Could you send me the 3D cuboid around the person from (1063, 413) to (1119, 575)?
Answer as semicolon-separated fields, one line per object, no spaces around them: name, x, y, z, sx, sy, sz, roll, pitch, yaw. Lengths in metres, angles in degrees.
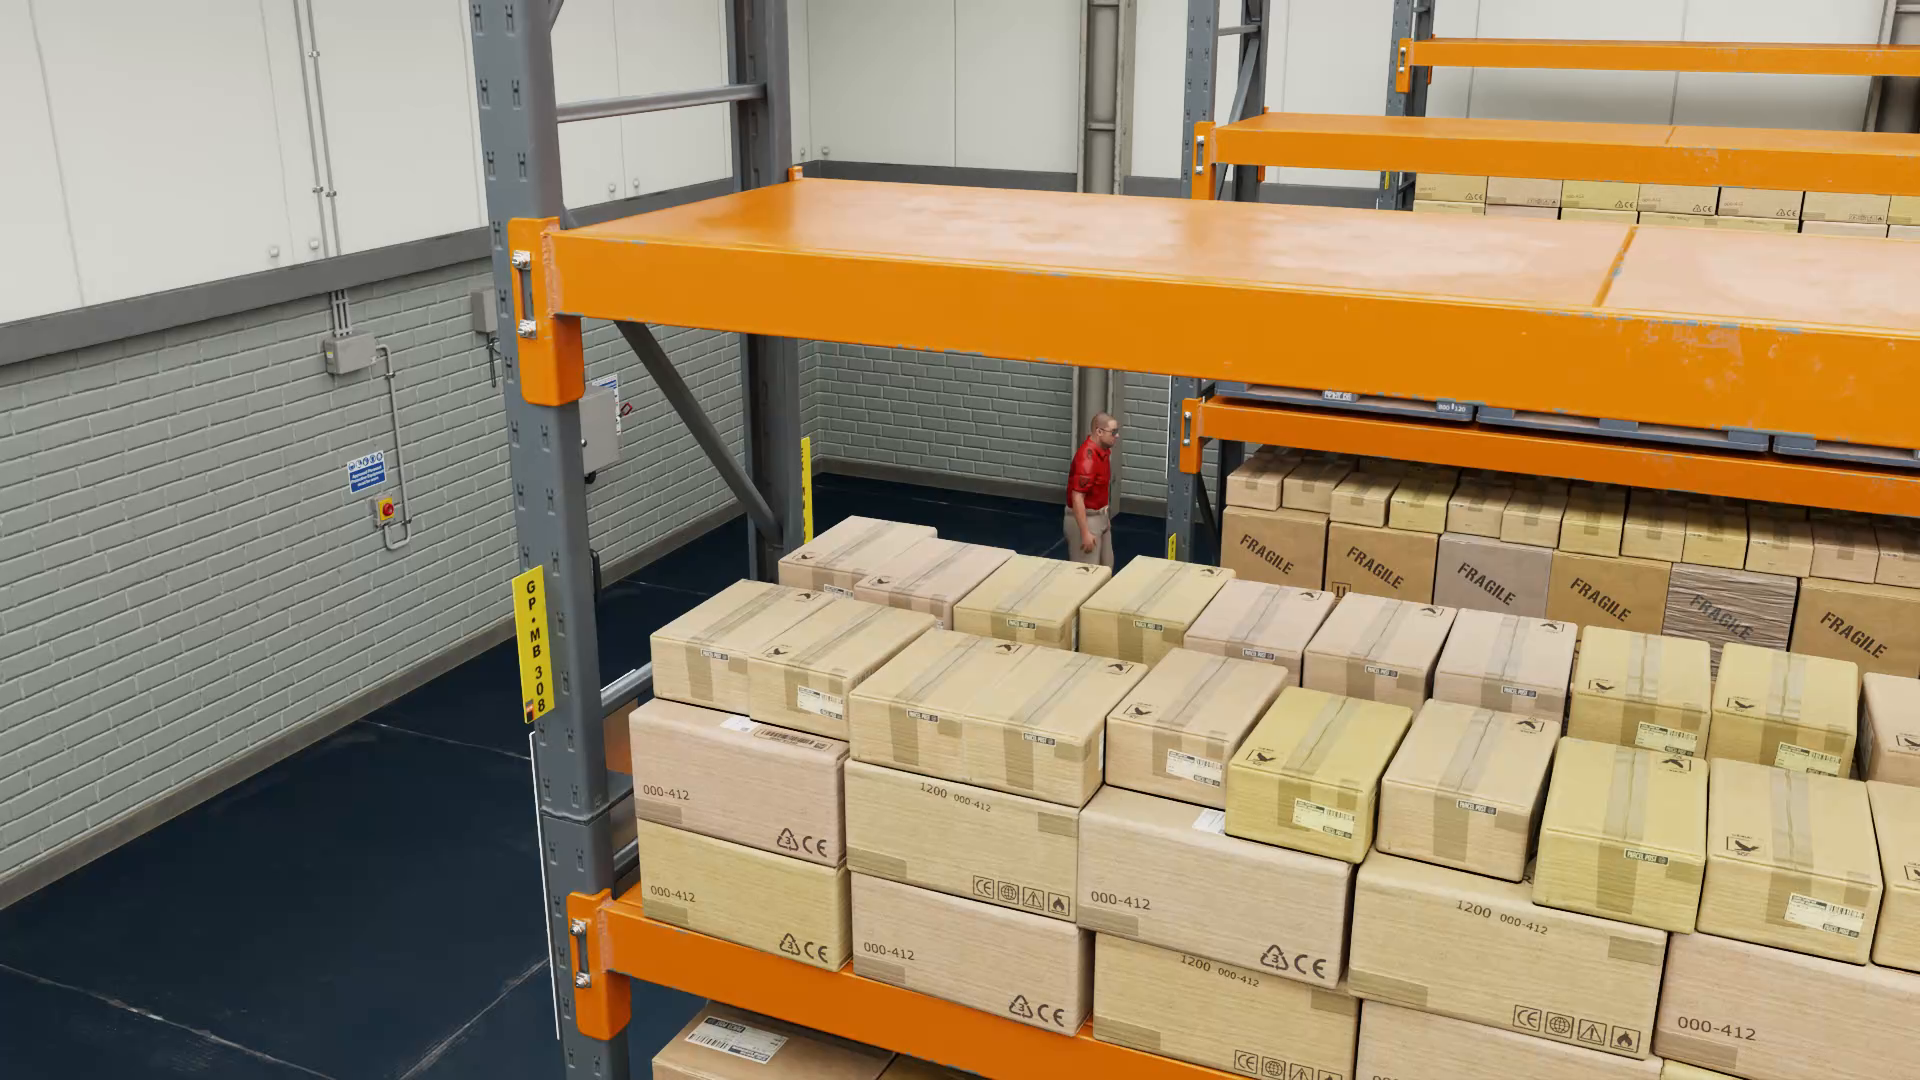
person;1.004;-0.104;12.388;0.432;1.727;0.606;7;20;20
